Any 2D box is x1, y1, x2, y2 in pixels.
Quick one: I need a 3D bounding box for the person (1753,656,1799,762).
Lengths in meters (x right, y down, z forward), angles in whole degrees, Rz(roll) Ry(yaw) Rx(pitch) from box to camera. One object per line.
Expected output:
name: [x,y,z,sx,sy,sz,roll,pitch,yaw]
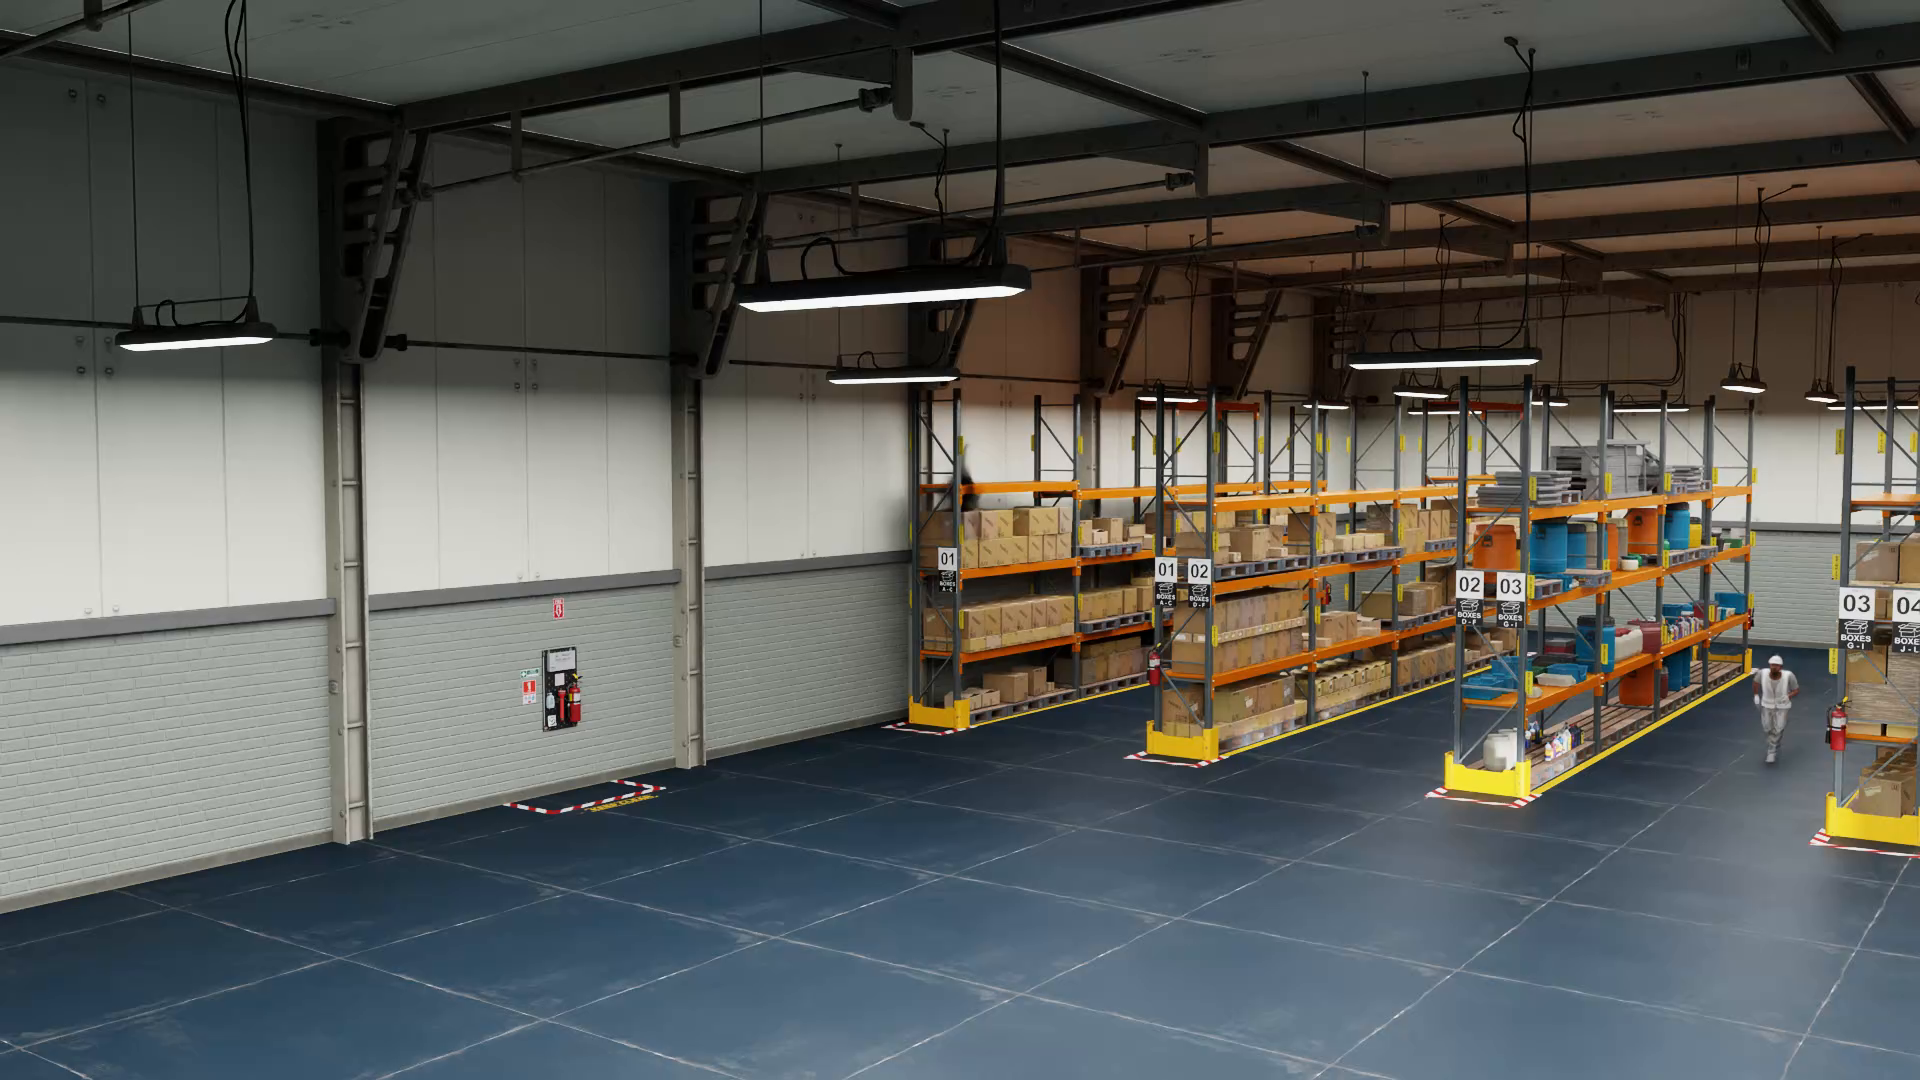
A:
person: [12.913,2.664,26.336,0.663,1.706,0.760,2,4,26]
